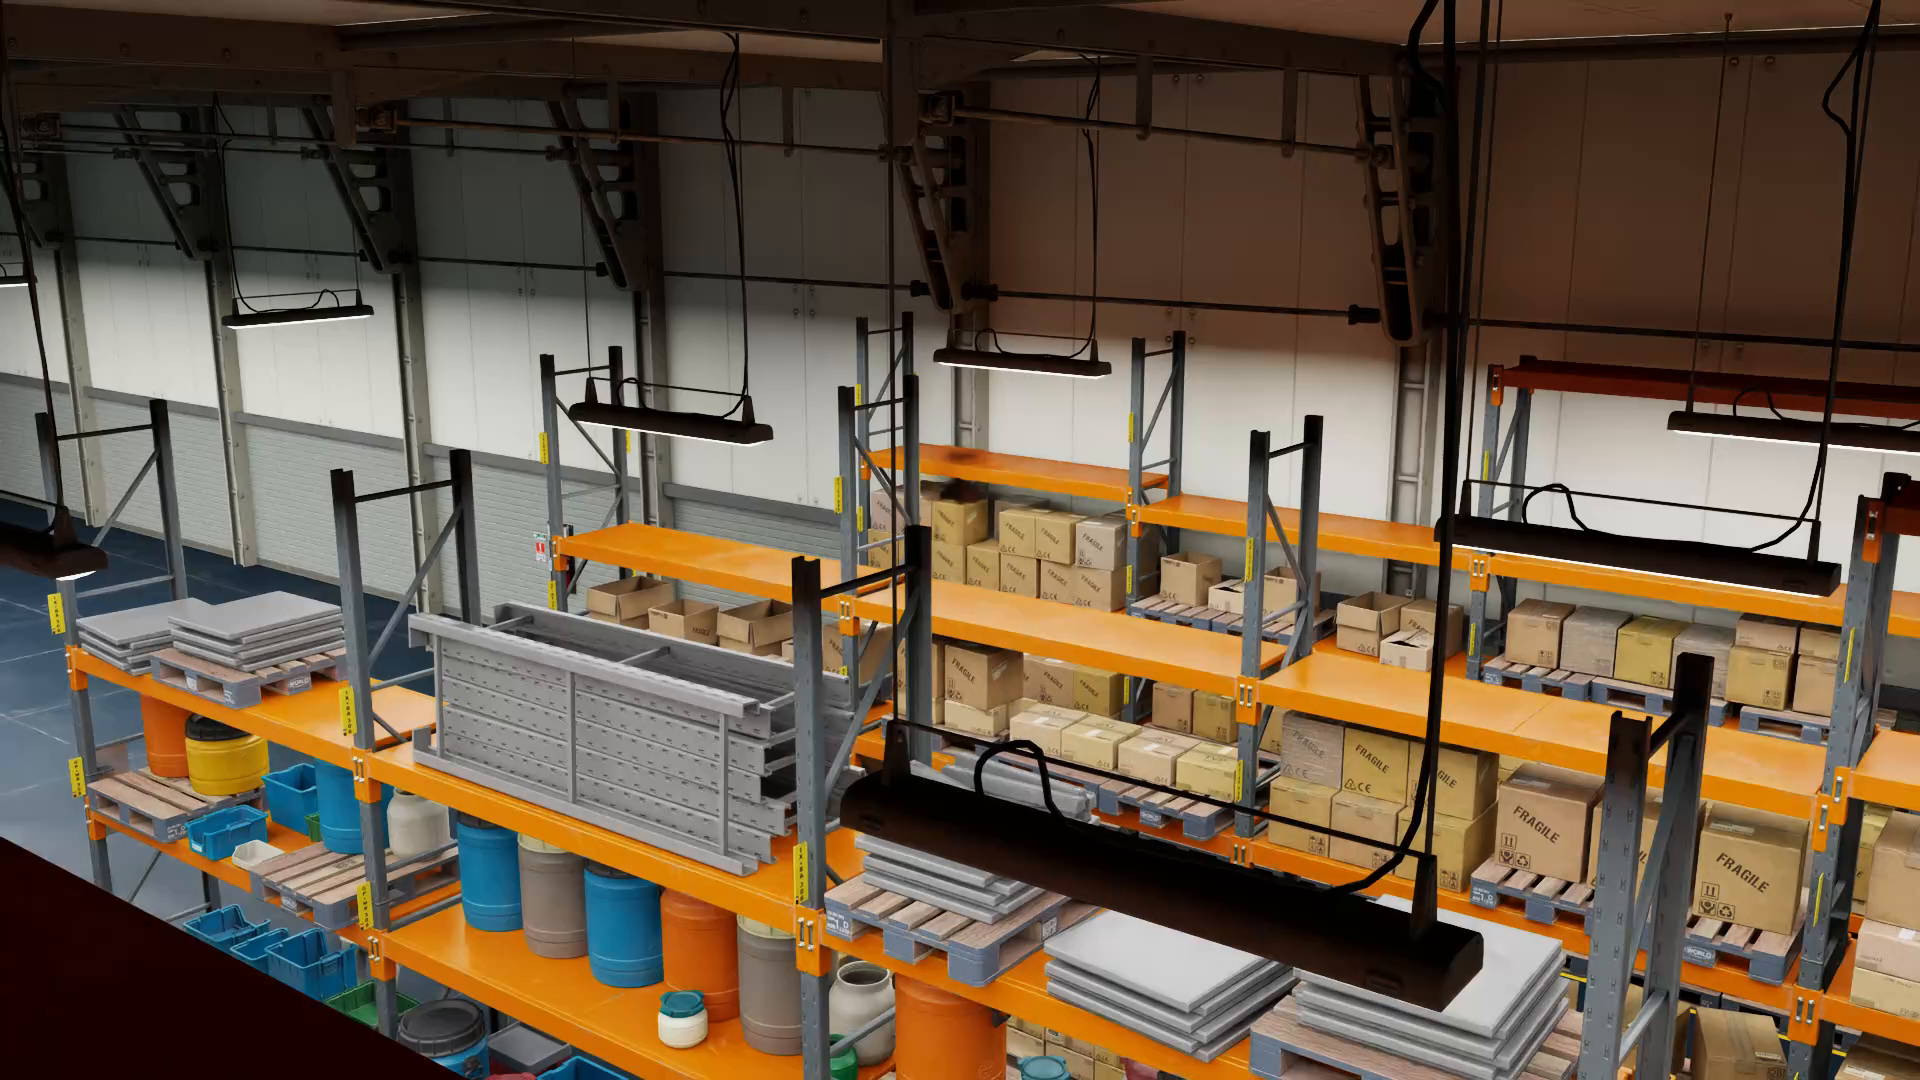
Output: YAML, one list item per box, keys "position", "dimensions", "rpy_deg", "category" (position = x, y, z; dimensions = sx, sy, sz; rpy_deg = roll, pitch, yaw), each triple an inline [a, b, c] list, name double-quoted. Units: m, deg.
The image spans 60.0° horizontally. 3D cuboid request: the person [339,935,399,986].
- position: [-5.550, 3.753, 15.537]
  dimensions: [0.550, 1.713, 0.427]
  rpy_deg: [2, 13, 7]
  category: "person"
